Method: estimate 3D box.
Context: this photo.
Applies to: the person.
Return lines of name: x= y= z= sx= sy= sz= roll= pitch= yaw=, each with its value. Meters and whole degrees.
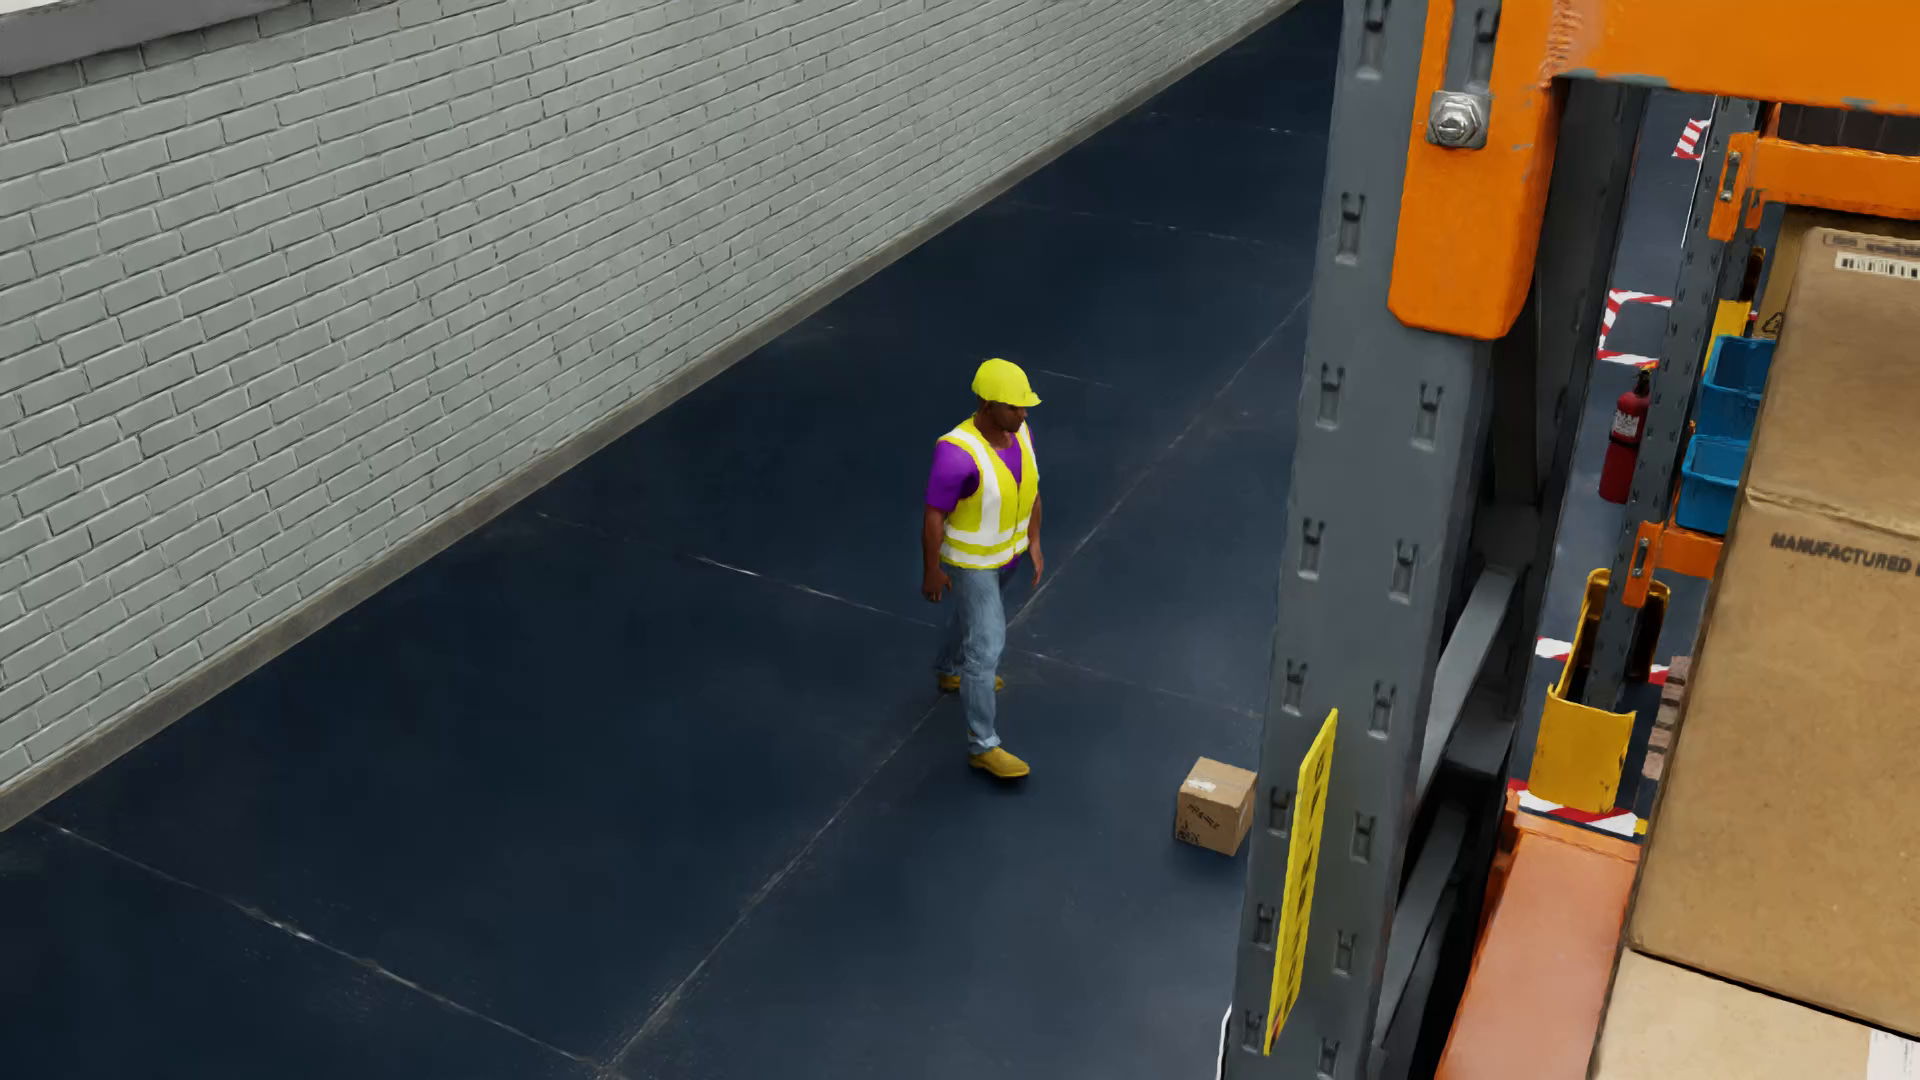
person: x=0.121 y=0.074 z=6.978 sx=0.771 sy=1.740 sz=0.663 roll=19 pitch=35 yaw=29
